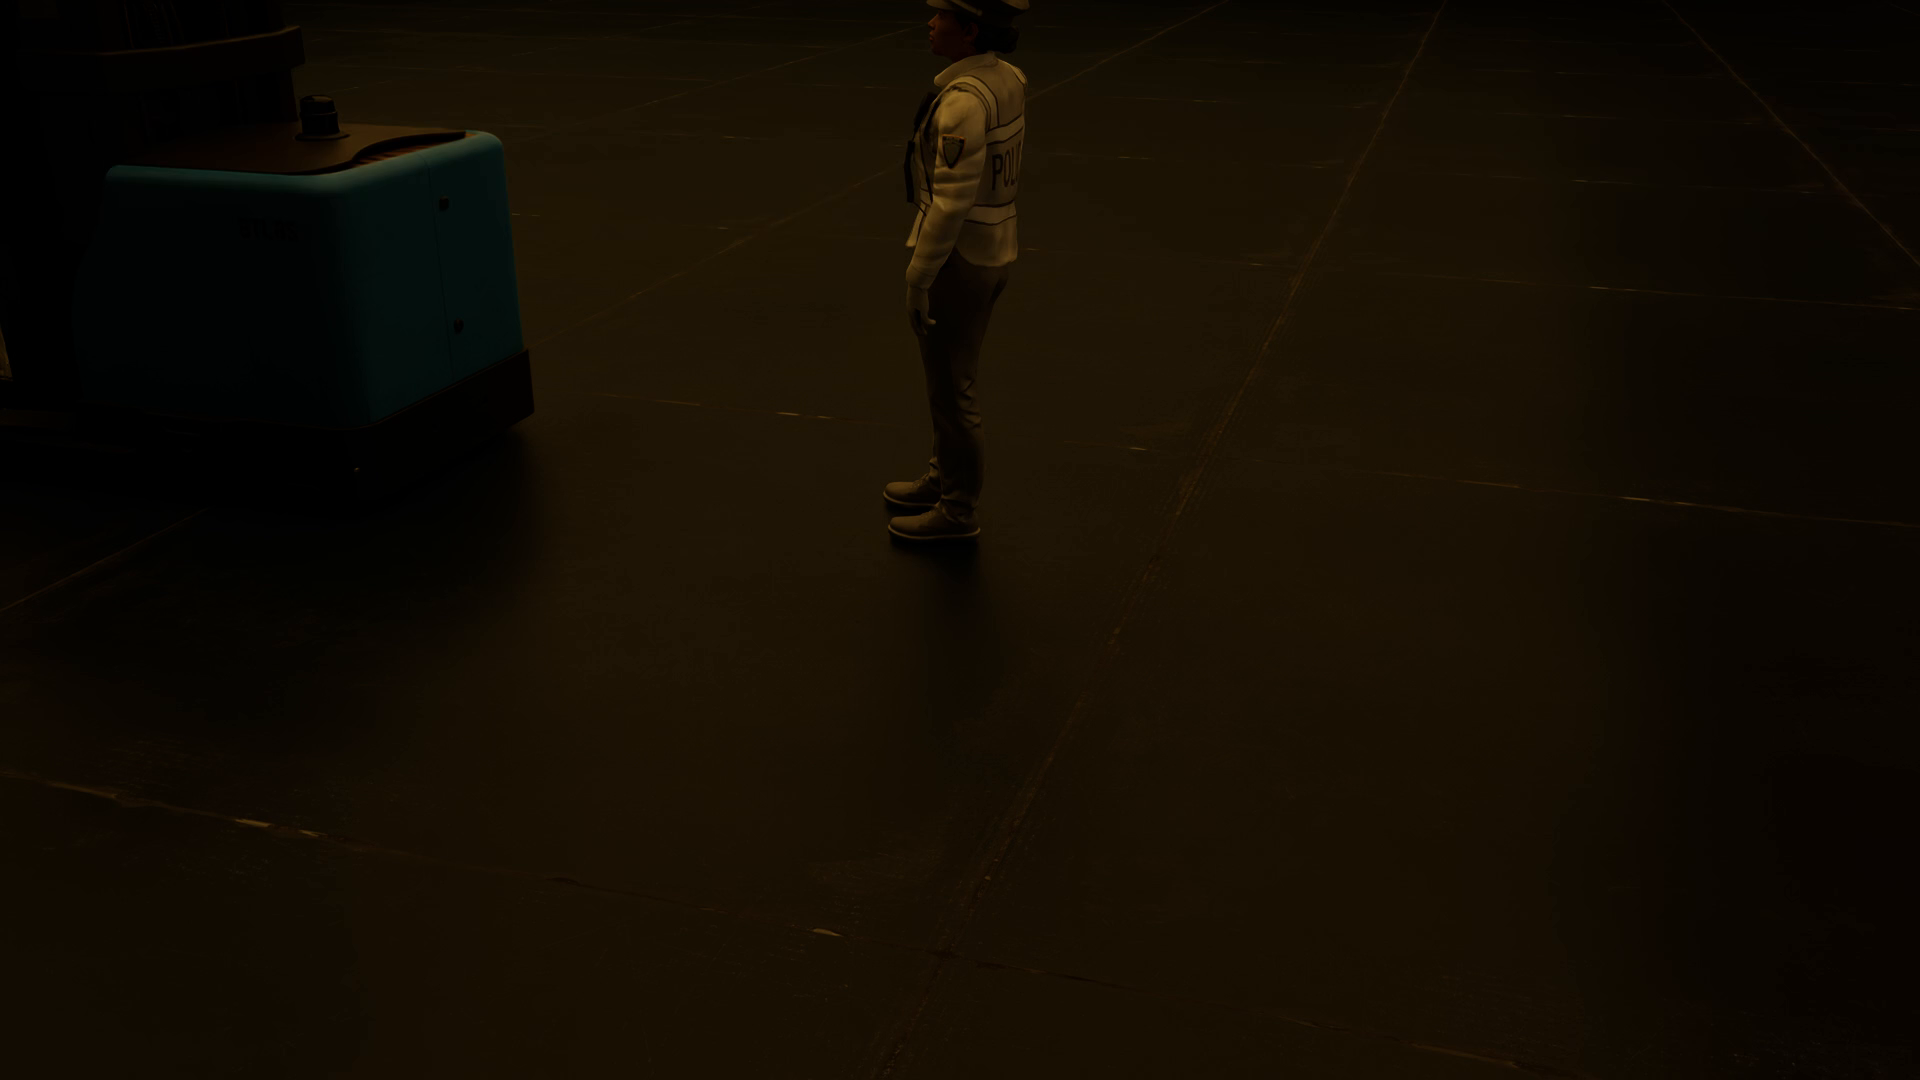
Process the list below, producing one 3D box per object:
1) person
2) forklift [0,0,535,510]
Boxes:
[{"bbox_3d":[-0.062,-0.800,4.818,0.534,1.696,0.587,7,23,16],"label":"person"},{"bbox_3d":[-3.126,-1.764,5.551,3.031,2.935,1.130,7,23,16],"label":"forklift"}]
